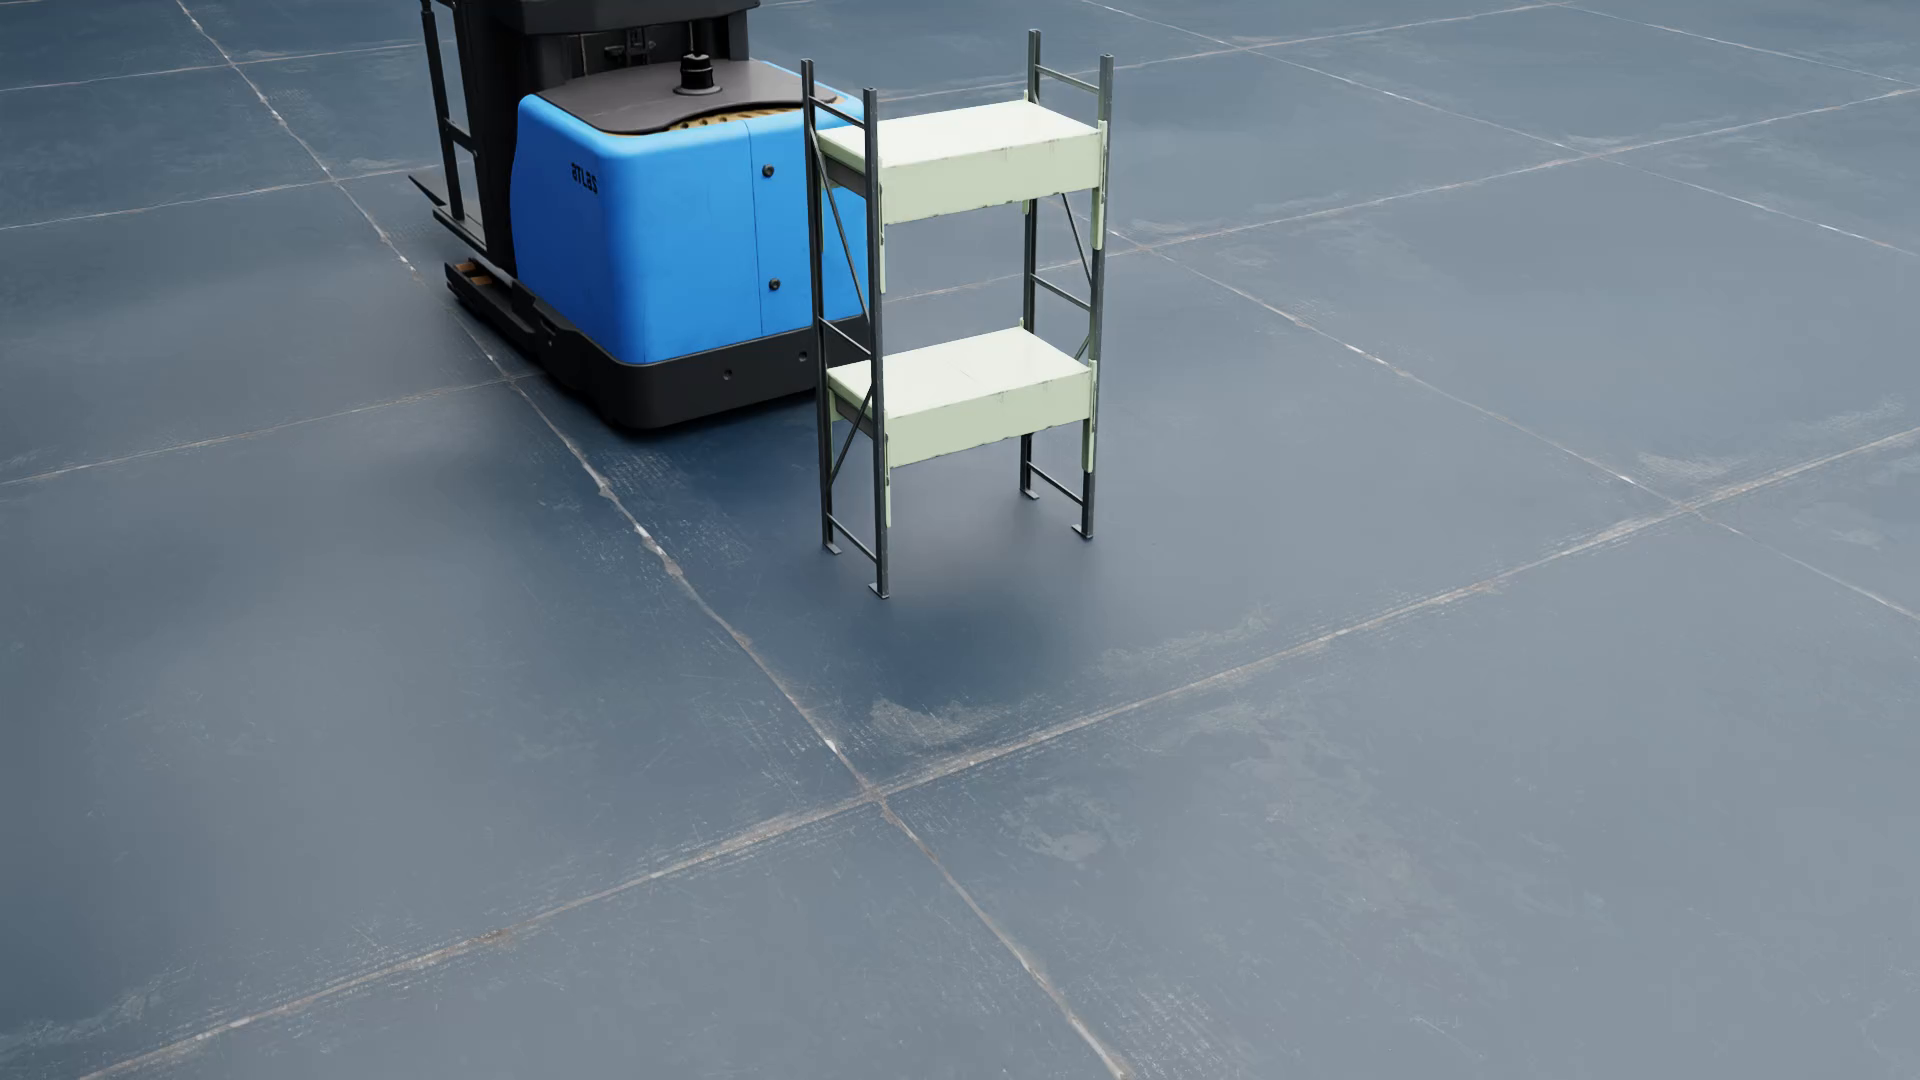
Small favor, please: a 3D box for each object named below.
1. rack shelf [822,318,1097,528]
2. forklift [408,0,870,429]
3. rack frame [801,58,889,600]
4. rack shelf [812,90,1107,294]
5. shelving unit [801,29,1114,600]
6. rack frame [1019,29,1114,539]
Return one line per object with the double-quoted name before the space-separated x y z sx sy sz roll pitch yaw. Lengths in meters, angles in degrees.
"rack shelf" -0.006 -0.370 5.042 0.720 0.370 0.431 -16 33 -26
"forklift" -1.533 -2.336 6.449 1.130 2.935 3.031 -18 34 -29
"rack frame" -0.321 -0.565 4.722 0.023 1.500 0.400 -16 33 -26
"rack shelf" -0.006 -0.997 4.696 0.720 0.370 0.431 -16 33 -26
"shelving unit" -0.006 -0.655 4.885 0.755 1.500 0.431 -16 33 -26
"rack frame" 0.310 -0.745 5.047 0.023 1.500 0.400 -16 33 -26
